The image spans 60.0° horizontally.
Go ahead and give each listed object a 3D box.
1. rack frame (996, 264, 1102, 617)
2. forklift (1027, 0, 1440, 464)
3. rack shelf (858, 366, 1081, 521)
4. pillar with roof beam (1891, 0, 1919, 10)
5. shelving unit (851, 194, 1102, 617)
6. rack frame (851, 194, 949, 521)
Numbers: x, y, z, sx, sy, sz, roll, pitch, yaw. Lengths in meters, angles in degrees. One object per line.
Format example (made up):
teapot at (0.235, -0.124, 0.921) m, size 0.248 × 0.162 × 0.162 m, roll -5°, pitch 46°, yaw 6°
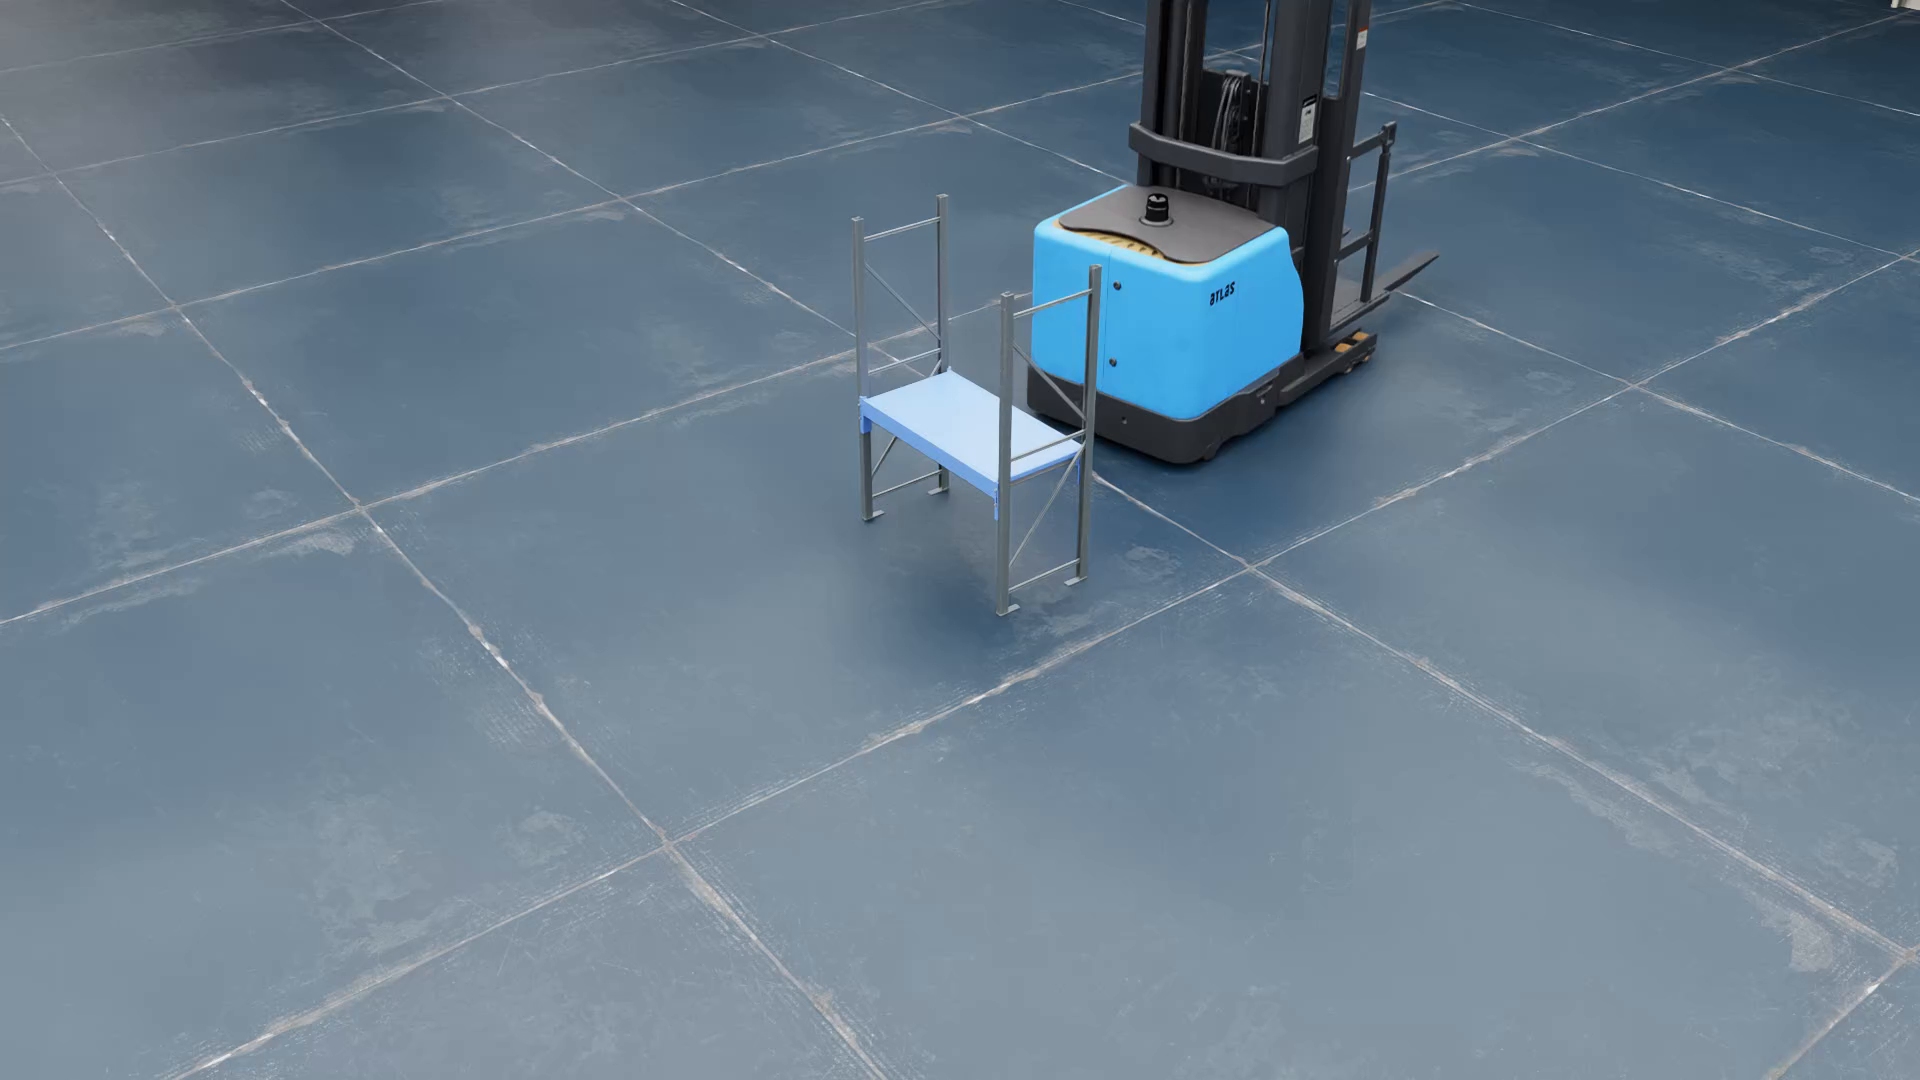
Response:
rack frame at (0.364, -0.390, 6.956) m, size 0.500 × 1.500 × 0.032 m, roll -22°, pitch 38°, yaw -31°
forklift at (1.694, -2.324, 8.714) m, size 1.130 × 2.935 × 3.031 m, roll 24°, pitch 39°, yaw 34°
rack shelf at (0.052, -0.449, 7.392) m, size 0.538 × 0.185 × 1.000 m, roll -22°, pitch 38°, yaw -31°
pillar with roof beam at (5.810, -7.539, 11.359) m, size 9.100 × 9.000 × 0.400 m, roll -22°, pitch 38°, yaw -31°
shelving unit at (0.052, -0.602, 7.297) m, size 0.538 × 1.500 × 1.048 m, roll -22°, pitch 38°, yaw -31°
rack frame at (-0.259, -0.813, 7.638) m, size 0.500 × 1.500 × 0.032 m, roll -22°, pitch 38°, yaw -31°
